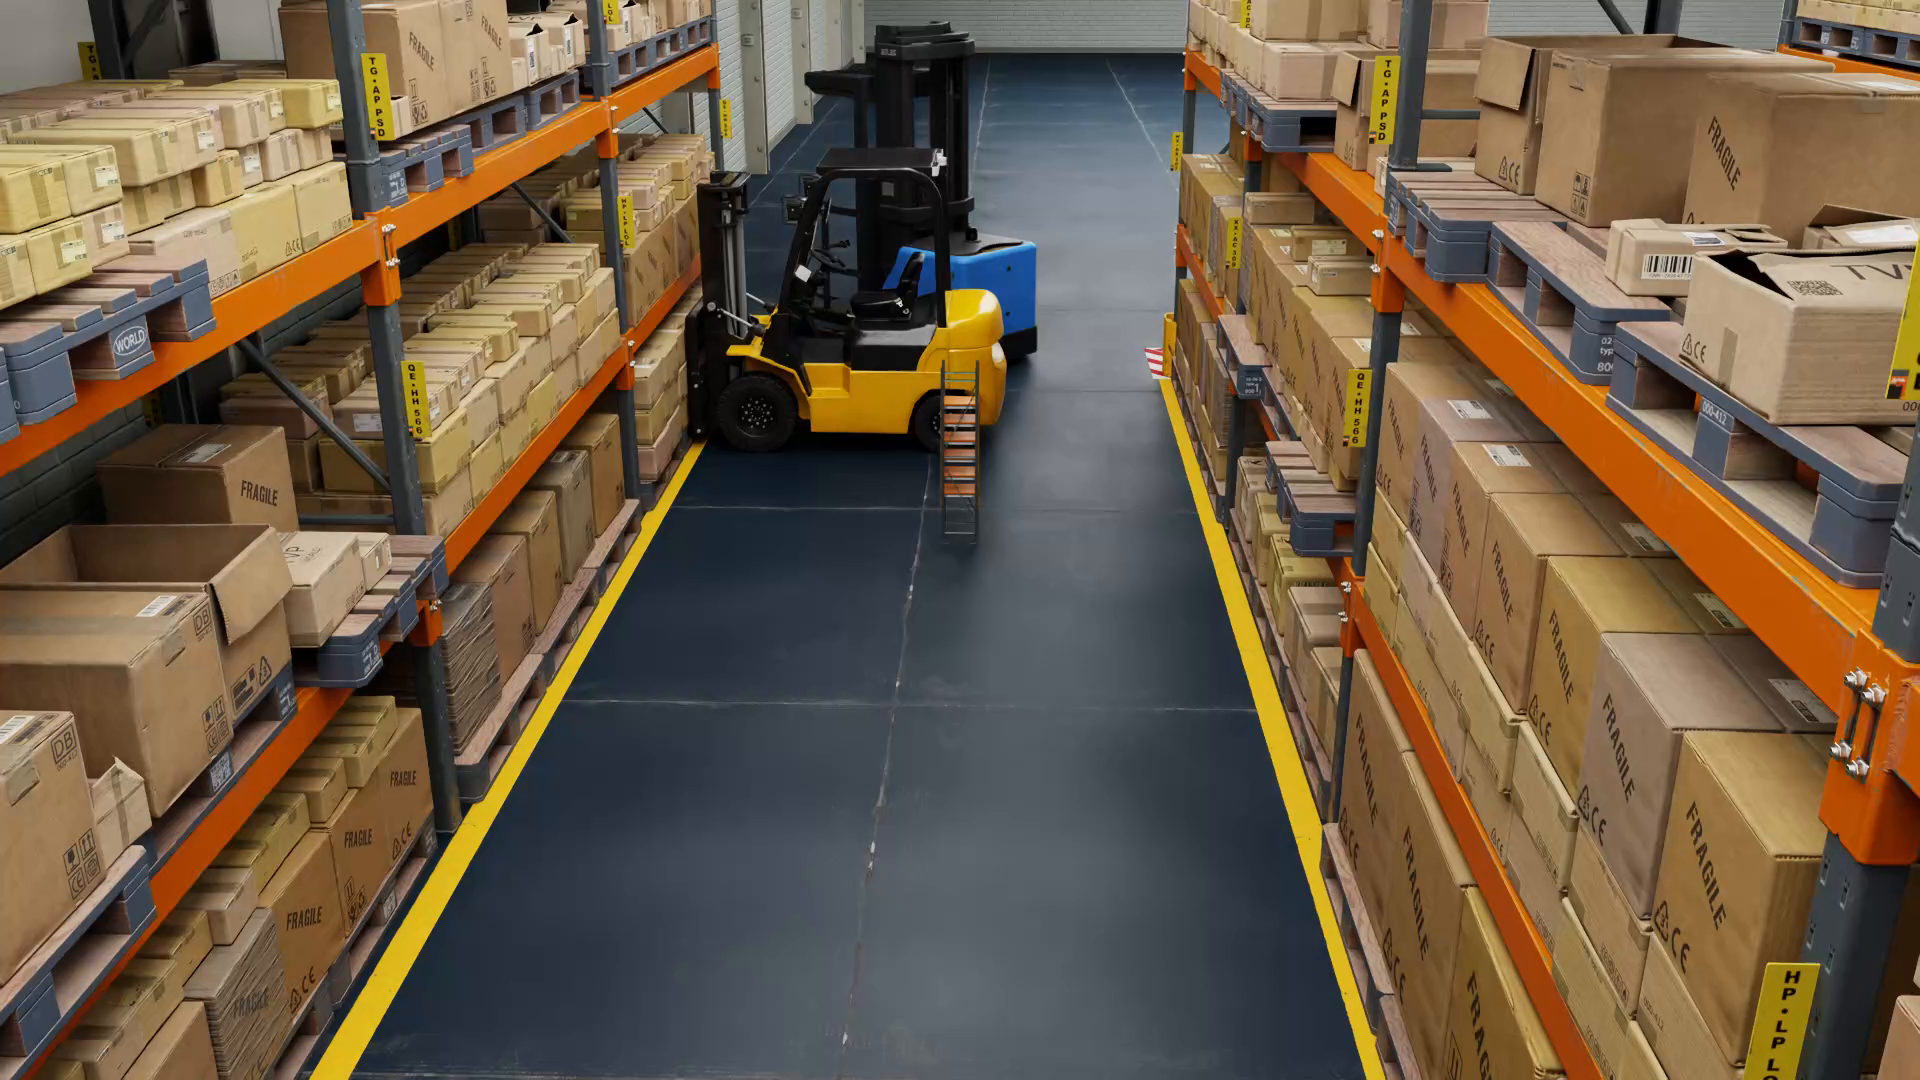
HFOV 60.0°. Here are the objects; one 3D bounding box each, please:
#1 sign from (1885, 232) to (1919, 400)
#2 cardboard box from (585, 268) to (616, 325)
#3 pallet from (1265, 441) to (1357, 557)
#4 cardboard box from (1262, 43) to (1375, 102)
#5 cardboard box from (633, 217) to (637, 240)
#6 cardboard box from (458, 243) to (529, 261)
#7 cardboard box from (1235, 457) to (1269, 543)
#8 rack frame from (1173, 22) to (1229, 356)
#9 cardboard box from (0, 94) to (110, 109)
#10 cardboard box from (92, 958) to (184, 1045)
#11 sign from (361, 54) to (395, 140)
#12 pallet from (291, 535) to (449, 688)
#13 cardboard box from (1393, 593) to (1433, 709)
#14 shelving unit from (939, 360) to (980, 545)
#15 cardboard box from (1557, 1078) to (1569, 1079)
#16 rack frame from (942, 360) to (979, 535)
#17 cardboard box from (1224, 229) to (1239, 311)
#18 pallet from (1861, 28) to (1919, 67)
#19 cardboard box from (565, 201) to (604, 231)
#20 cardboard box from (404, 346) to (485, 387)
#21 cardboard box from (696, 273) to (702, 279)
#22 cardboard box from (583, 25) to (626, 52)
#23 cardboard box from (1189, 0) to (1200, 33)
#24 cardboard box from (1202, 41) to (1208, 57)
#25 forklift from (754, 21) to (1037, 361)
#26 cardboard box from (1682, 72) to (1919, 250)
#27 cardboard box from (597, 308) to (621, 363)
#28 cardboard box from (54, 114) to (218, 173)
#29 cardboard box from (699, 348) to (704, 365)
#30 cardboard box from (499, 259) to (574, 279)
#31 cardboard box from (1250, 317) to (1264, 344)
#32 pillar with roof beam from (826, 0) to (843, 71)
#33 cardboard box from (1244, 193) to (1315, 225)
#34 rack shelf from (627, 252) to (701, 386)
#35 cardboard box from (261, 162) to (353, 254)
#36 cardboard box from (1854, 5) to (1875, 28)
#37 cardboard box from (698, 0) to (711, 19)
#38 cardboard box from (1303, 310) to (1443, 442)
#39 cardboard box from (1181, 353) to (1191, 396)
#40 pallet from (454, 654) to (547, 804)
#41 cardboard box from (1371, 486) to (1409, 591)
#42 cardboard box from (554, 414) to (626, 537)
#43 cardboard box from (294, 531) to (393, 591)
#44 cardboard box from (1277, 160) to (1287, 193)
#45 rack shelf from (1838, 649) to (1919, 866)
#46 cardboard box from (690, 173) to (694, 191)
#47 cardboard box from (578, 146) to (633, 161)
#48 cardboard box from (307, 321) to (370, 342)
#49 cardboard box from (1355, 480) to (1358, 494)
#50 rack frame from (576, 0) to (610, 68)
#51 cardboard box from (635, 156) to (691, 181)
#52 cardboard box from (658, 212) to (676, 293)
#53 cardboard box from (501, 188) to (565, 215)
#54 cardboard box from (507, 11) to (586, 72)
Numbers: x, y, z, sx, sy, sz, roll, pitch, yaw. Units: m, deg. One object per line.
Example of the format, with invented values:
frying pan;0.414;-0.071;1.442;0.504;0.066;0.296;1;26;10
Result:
sign;1.498;-0.371;2.543;0.100;0.325;0.005;1;21;2
cardboard box;-2.436;-1.511;10.293;0.500;0.250;0.500;0;21;0
pallet;2.078;-0.198;7.659;1.213;0.211;1.003;1;21;2
cardboard box;1.858;-2.427;8.617;0.500;0.250;0.500;0;21;1
cardboard box;-2.398;-2.084;11.217;0.380;0.149;0.250;1;21;3
cardboard box;-2.902;-1.753;10.365;0.380;0.149;0.250;0;21;0
cardboard box;2.271;-0.256;10.595;0.950;0.372;0.625;1;21;2
rack frame;2.406;-2.922;14.412;1.000;3.000;0.127;1;21;2
cardboard box;-3.129;-1.425;5.653;0.380;0.149;0.250;1;21;1
cardboard box;-2.666;1.432;5.171;0.380;0.149;0.250;1;21;4
sign;-2.256;-1.715;6.441;0.100;0.325;0.005;1;21;2
pallet;-2.749;0.253;6.495;1.213;0.211;1.003;1;21;2
cardboard box;1.899;0.401;6.056;0.500;0.250;0.500;0;21;0
shelving unit;0.000;-0.565;10.825;0.258;1.200;0.189;1;21;2
cardboard box;1.980;1.987;4.118;0.875;0.875;0.875;1;21;3
rack frame;0.003;-0.598;10.911;0.240;1.200;0.006;1;21;2
cardboard box;2.049;-1.824;11.034;0.500;0.500;0.500;0;21;0
pallet;7.311;-3.550;12.008;1.003;0.211;1.213;1;21;2
cardboard box;-2.371;-2.128;10.921;0.380;0.149;0.250;1;21;3
cardboard box;-2.510;-0.828;7.980;0.380;0.149;0.250;1;21;2
cardboard box;-2.258;-2.185;14.352;0.500;0.250;0.500;1;21;3
cardboard box;-2.360;-3.211;10.640;0.380;0.149;0.250;1;21;3
cardboard box;2.125;-4.210;13.381;0.500;0.250;0.500;0;21;1
cardboard box;2.111;-3.895;13.122;0.380;0.149;0.250;1;21;3
forklift;-0.721;-3.278;15.425;3.031;2.935;1.130;18;28;39
cardboard box;2.399;-1.029;4.670;0.500;0.500;0.500;1;21;2
cardboard box;-2.431;-1.273;10.372;0.500;0.250;0.500;1;21;3
cardboard box;-2.548;-1.230;5.150;0.380;0.149;0.250;0;21;0
cardboard box;-2.297;-1.393;13.003;0.500;0.250;0.500;1;21;1
cardboard box;-2.515;-1.570;9.894;0.380;0.149;0.250;1;21;2
cardboard box;1.935;-1.267;9.915;0.380;0.149;0.250;1;21;3
pillar with roof beam;1.556;-14.160;35.083;9.100;9.000;0.400;1;21;2
cardboard box;1.917;-1.993;9.991;0.380;0.149;0.250;1;21;1
rack shelf;-2.616;-1.916;12.815;1.077;0.370;4.000;1;21;2
cardboard box;-2.572;-1.222;6.094;0.500;0.250;0.500;0;21;0
cardboard box;6.996;-3.942;12.523;0.380;0.149;0.250;1;21;2
cardboard box;-2.325;-4.499;13.475;0.500;0.500;0.500;1;21;3
cardboard box;1.904;-0.765;7.723;0.500;0.500;0.500;0;21;1
cardboard box;2.082;-1.362;13.614;0.500;0.250;0.500;1;21;4
pallet;-2.735;0.921;8.365;1.003;0.211;1.213;1;21;2
cardboard box;1.901;-0.012;6.428;0.500;0.250;0.500;0;21;1
cardboard box;-2.682;-0.428;10.689;0.875;0.625;0.625;2;21;4
cardboard box;-2.435;0.081;6.441;0.380;0.149;0.250;1;21;3
cardboard box;2.552;-2.468;11.311;0.700;0.500;0.500;1;21;2
rack shelf;1.980;1.077;0.953;1.077;0.370;4.000;1;21;2
cardboard box;-2.313;-2.823;13.123;0.380;0.149;0.250;0;21;0
cardboard box;-2.837;-3.064;13.333;0.380;0.149;0.250;1;21;2
cardboard box;-3.078;-1.014;8.461;0.380;0.149;0.250;0;21;1
cardboard box;1.938;-0.229;7.239;0.380;0.149;0.250;1;21;4
rack frame;-2.677;-4.325;9.736;1.000;3.000;0.127;1;21;2
cardboard box;-2.294;-2.868;12.828;0.380;0.149;0.250;1;21;3
cardboard box;-2.389;-2.104;12.167;0.500;0.500;0.500;0;21;1
cardboard box;-2.926;-2.321;11.418;0.380;0.149;0.250;0;21;1
cardboard box;-2.455;-2.863;9.520;0.500;0.311;0.500;0;21;0
